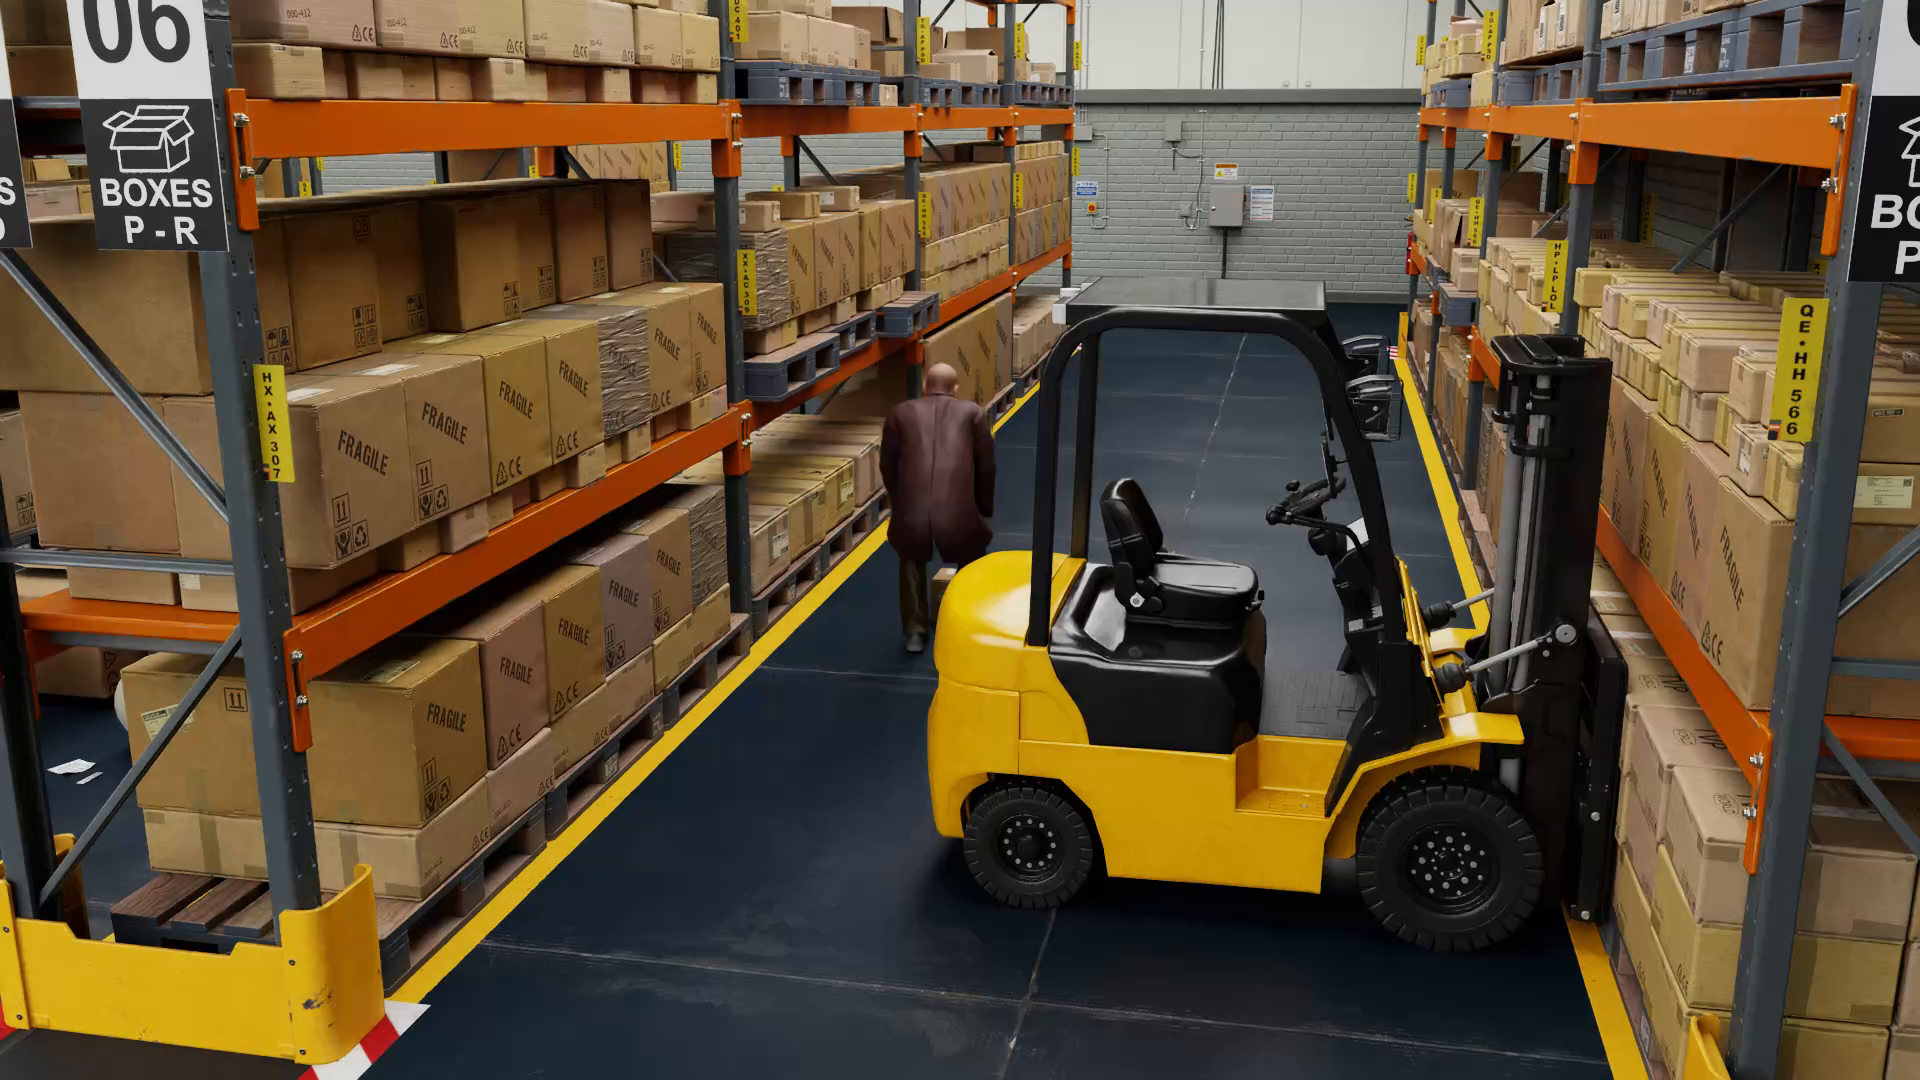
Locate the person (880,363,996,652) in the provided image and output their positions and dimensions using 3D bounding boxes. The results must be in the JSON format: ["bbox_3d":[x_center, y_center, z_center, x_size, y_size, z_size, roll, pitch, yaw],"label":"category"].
[{"bbox_3d":[-0.132,-0.161,8.770,0.630,1.482,0.681,3,15,10],"label":"person"}]
